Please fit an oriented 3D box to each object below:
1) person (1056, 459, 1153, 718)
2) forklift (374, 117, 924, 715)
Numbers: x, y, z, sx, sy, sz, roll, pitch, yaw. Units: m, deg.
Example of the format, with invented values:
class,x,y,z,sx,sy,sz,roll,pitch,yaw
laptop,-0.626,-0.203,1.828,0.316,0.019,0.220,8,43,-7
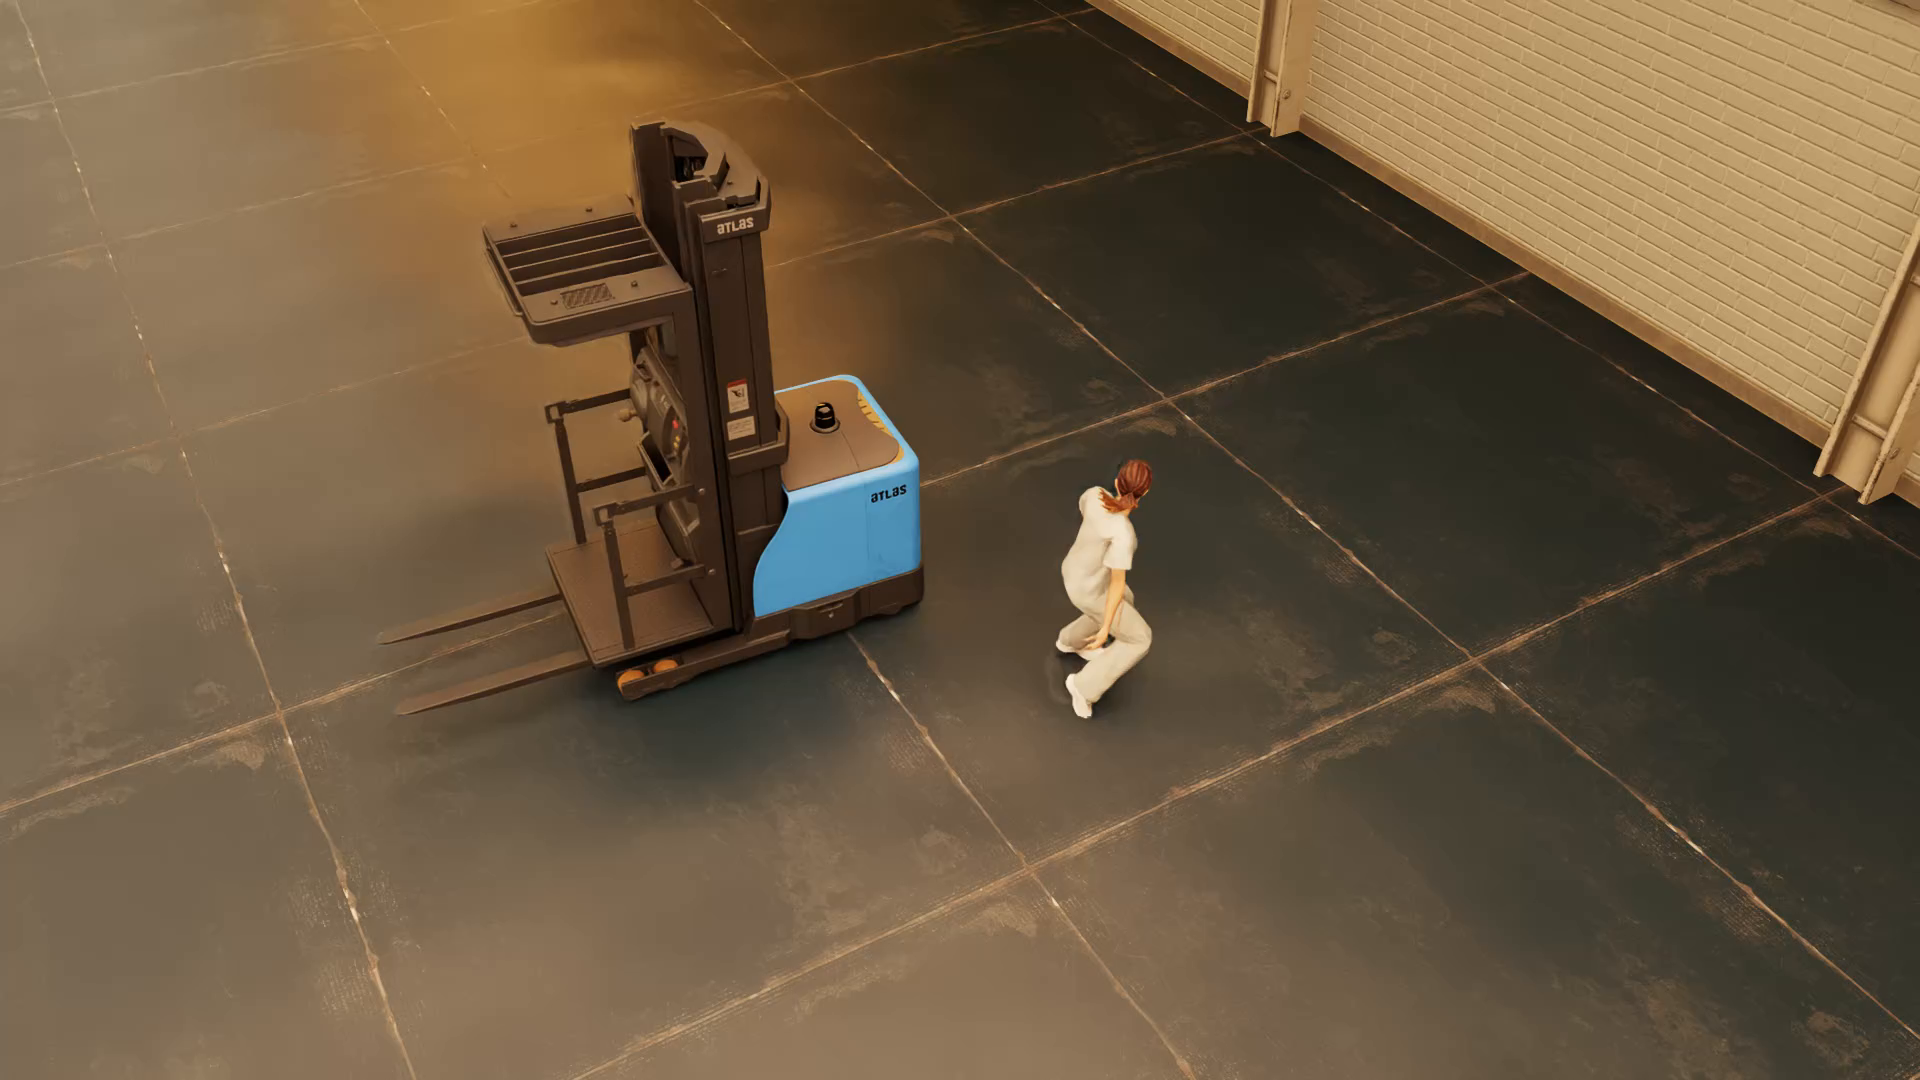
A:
class,x,y,z,sx,sy,sz,roll,pitch,yaw
person,0.786,0.254,8.893,0.456,1.548,0.885,-5,40,-6
forklift,-1.772,-0.627,8.792,3.031,2.935,1.130,-17,42,-19
